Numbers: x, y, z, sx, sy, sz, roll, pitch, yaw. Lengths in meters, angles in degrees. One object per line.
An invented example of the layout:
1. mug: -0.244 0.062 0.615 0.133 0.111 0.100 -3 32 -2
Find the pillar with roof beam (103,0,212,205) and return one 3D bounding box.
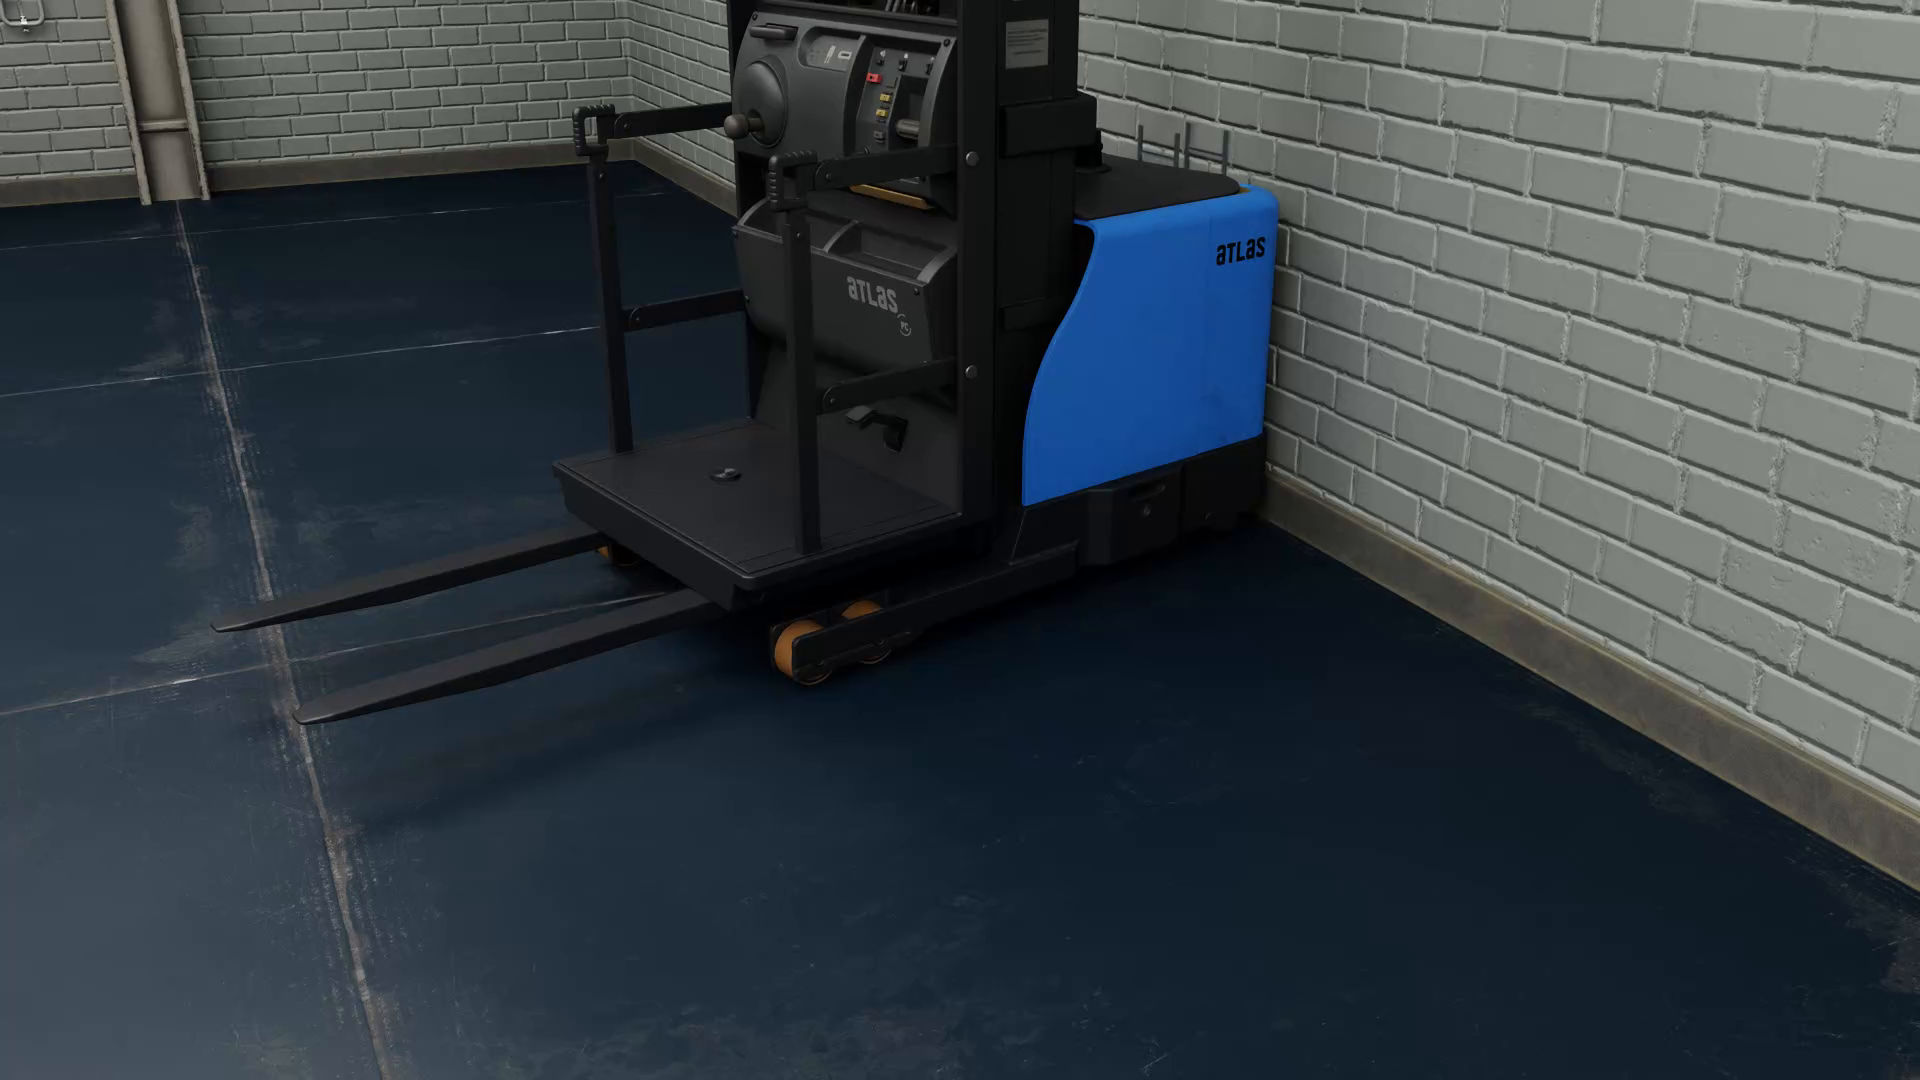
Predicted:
1. pillar with roof beam: -3.056 -4.823 5.135 0.400 9.000 9.100 -10 25 -24

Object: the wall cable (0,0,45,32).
1. wall cable: -6.238 -3.796 9.171 1.851 1.984 0.084 -10 25 -24

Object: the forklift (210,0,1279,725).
1. forklift: -0.491 -1.204 4.326 3.031 2.935 1.130 -17 28 -35

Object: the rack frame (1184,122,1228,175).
1. rack frame: 0.799 -0.782 5.605 0.006 1.200 0.240 -10 23 -24

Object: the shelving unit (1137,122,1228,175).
1. shelving unit: 0.717 -0.767 5.568 0.189 1.200 0.258 -10 23 -24

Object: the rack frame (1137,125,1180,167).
1. rack frame: 0.634 -0.753 5.531 0.006 1.200 0.240 -10 23 -24
